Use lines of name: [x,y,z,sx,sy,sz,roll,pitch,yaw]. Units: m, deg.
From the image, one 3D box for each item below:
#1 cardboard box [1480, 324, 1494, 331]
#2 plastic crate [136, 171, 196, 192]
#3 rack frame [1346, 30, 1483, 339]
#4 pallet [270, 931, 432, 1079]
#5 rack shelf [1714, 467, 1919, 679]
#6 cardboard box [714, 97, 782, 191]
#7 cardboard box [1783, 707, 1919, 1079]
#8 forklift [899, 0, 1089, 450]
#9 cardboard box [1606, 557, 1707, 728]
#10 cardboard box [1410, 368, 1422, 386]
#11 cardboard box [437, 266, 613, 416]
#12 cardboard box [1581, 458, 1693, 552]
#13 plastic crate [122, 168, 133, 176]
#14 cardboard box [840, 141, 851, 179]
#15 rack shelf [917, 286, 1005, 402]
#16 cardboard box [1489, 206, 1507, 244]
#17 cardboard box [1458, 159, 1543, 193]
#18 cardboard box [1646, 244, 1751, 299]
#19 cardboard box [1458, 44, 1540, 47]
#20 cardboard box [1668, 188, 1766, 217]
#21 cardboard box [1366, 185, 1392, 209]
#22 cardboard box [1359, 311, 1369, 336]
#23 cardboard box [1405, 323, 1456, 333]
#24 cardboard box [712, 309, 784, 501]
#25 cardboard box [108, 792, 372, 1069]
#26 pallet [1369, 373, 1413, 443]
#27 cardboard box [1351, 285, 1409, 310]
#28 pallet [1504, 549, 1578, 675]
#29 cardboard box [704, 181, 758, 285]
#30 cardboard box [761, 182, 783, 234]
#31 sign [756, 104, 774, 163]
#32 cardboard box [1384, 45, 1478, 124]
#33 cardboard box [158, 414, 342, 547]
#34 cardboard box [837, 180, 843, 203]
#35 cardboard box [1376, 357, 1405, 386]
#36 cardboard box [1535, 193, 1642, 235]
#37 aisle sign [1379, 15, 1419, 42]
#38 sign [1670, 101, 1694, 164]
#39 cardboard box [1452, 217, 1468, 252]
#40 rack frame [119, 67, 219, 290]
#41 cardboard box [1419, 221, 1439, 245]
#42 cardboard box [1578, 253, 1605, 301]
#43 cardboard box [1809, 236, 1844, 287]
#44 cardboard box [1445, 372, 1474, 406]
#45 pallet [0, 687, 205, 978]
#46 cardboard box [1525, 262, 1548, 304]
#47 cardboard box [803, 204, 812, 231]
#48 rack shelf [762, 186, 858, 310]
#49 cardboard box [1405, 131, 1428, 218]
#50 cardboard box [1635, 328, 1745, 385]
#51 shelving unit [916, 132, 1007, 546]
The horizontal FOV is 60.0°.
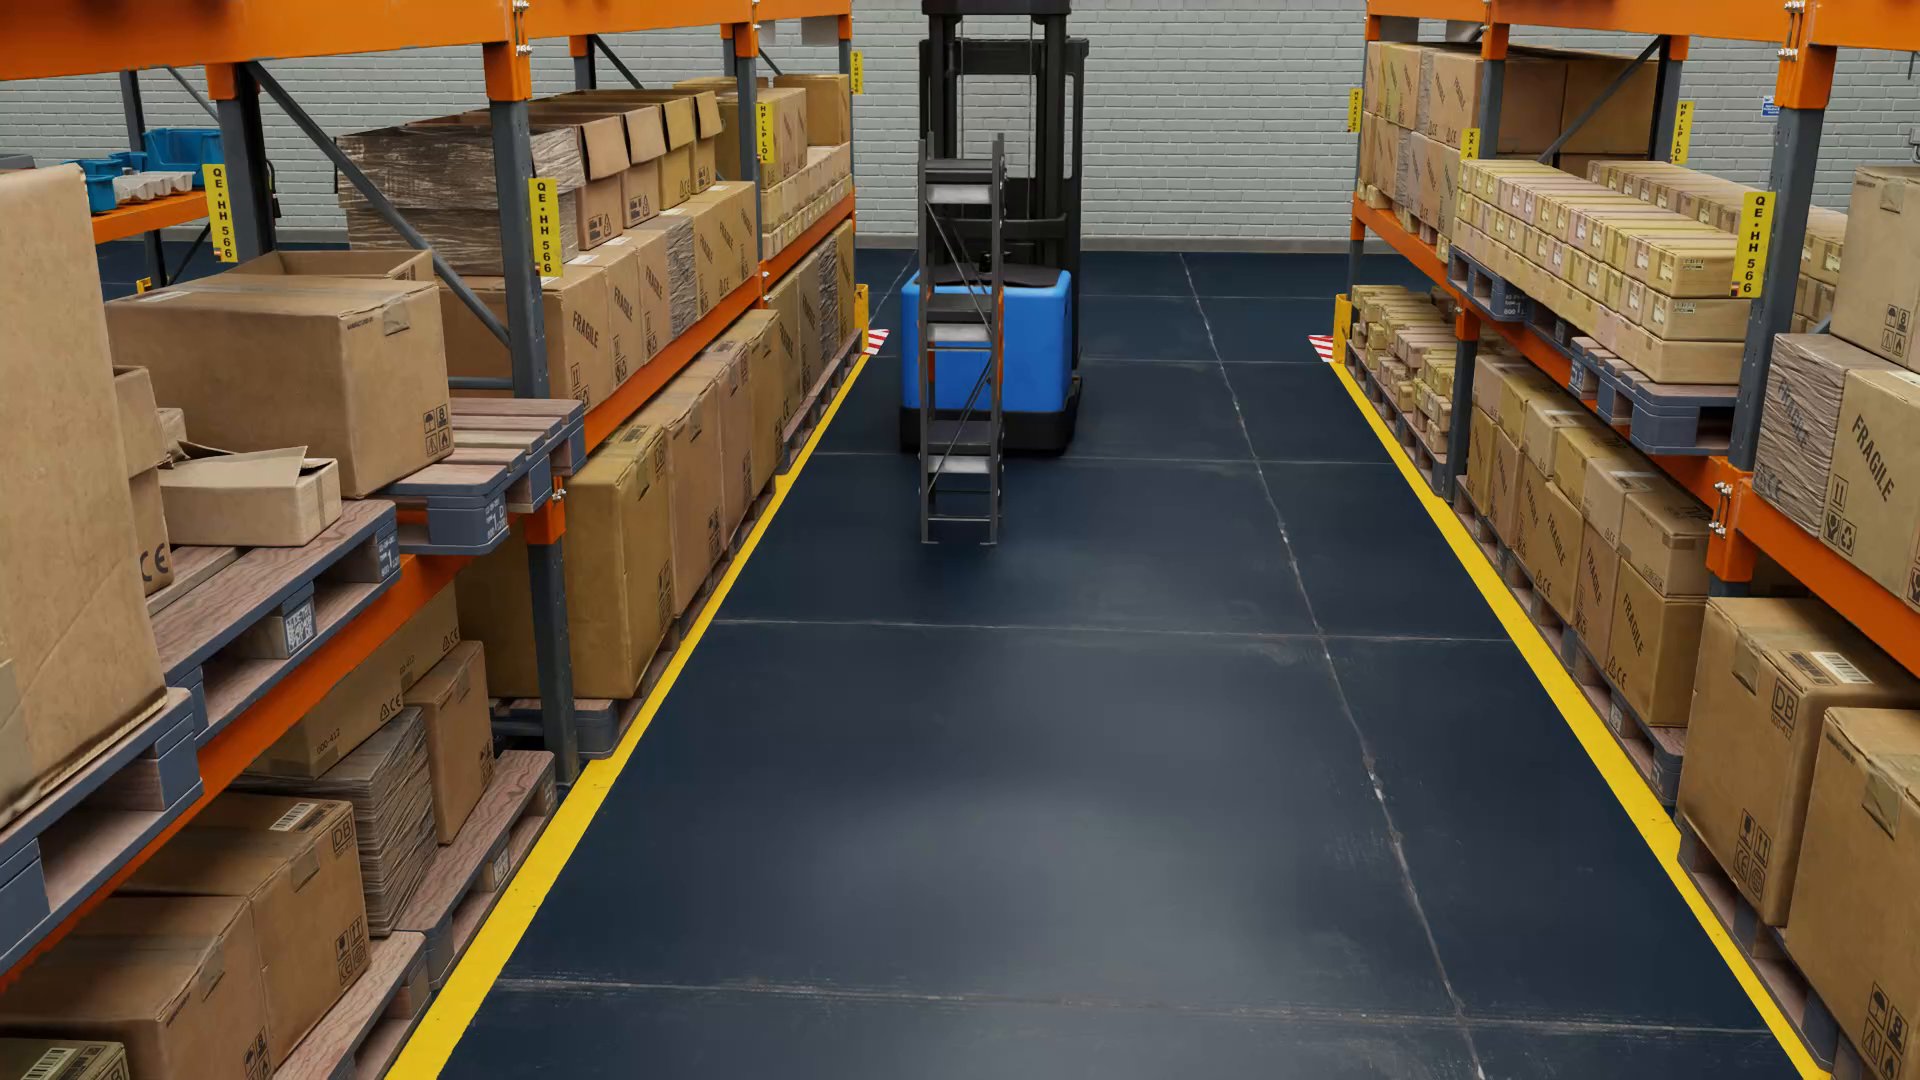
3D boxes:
cardboard box: [3.668,-1.353,11.184,0.380,0.149,0.250,1,18,4]
plastic crate: [-6.173,-2.779,12.915,0.396,0.136,0.243,1,18,4]
rack frame: [3.586,-2.881,12.897,1.000,3.000,0.127,1,18,4]
pallet: [-2.076,1.407,4.289,1.003,0.211,1.213,1,18,4]
rack shelf: [2.869,0.567,3.531,1.077,0.370,4.000,1,18,4]
cardboard box: [-1.352,-2.350,9.836,0.500,0.500,0.500,1,18,4]
cardboard box: [2.819,0.932,4.200,1.050,0.750,0.750,2,18,5]
forklift: [0.303,-2.373,11.459,1.130,2.935,3.031,2,18,6]
cardboard box: [2.798,0.382,6.280,0.500,0.500,0.500,1,18,4]
cardboard box: [3.128,-1.053,10.745,0.380,0.149,0.250,2,18,5]
cardboard box: [-1.622,-0.731,6.175,0.500,0.500,0.500,2,18,6]
cardboard box: [2.825,-0.140,6.667,0.500,0.250,0.500,2,18,5]
plastic crate: [-6.746,-2.870,13.190,0.250,0.136,0.298,1,18,4]
cardboard box: [-1.124,-2.936,12.831,0.500,0.250,0.500,1,18,3]
rack shelf: [0.012,-1.036,8.757,0.431,0.518,0.480,1,18,4]
cardboard box: [2.759,-1.506,7.954,0.380,0.149,0.250,1,18,2]
cardboard box: [2.812,-1.889,8.645,0.380,0.149,0.250,2,18,7]
cardboard box: [2.590,-0.921,5.692,0.380,0.149,0.250,1,18,2]
cardboard box: [3.764,-3.240,11.749,0.500,0.500,0.500,1,18,2]
cardboard box: [3.371,-1.468,7.358,0.380,0.149,0.250,0,18,1]
cardboard box: [3.186,-2.506,12.156,0.380,0.149,0.250,1,18,2]
cardboard box: [3.216,-1.626,12.495,0.380,0.149,0.250,1,18,4]
cardboard box: [3.212,-1.364,11.216,0.380,0.149,0.250,1,18,4]
cardboard box: [-1.667,-0.771,9.197,1.225,0.875,0.875,1,18,4]
cardboard box: [-2.017,0.998,4.368,0.700,0.500,0.500,3,18,9]
pallet: [3.396,-0.903,11.339,1.003,0.211,1.213,1,18,4]
cardboard box: [3.209,-1.853,12.710,0.380,0.149,0.250,0,18,1]
pallet: [3.160,0.308,7.643,1.003,0.211,1.213,1,18,4]
cardboard box: [-1.402,-1.677,9.062,0.500,0.500,0.500,1,18,4]
cardboard box: [-1.346,-1.991,9.944,0.500,0.250,0.500,1,18,3]
sign: [-1.099,-2.284,9.344,0.100,0.325,0.005,1,18,4]
cardboard box: [3.199,-3.093,11.302,0.500,0.500,0.500,1,18,3]
cardboard box: [-1.778,-0.150,4.105,0.396,0.266,0.258,1,18,2]
cardboard box: [-1.088,-2.626,12.525,0.380,0.149,0.250,1,18,4]
cardboard box: [3.125,-1.176,11.598,0.380,0.149,0.250,0,18,1]
cardboard box: [2.704,-1.404,7.164,0.380,0.149,0.250,2,18,6]
aisle sign: [3.292,-4.145,12.582,0.394,0.787,0.004,1,18,4]
sign: [3.853,-2.177,8.891,0.100,0.325,0.005,1,18,4]
cardboard box: [2.812,-1.607,8.738,0.380,0.149,0.250,0,18,1]
rack frame: [-6.295,-3.133,13.668,1.000,3.000,0.127,1,18,4]
cardboard box: [3.107,-1.942,10.435,0.380,0.149,0.250,1,18,2]
cardboard box: [2.645,-1.024,6.481,0.380,0.149,0.250,1,18,4]
cardboard box: [3.255,-0.982,5.875,0.380,0.149,0.250,1,18,2]
cardboard box: [3.065,-0.882,9.747,0.380,0.149,0.250,2,18,5]
pallet: [-2.015,0.561,2.701,1.003,0.211,1.213,1,18,4]
cardboard box: [2.702,-1.123,7.261,0.380,0.149,0.250,0,18,1]
cardboard box: [-1.196,-2.148,11.065,0.380,0.149,0.250,1,18,5]
rack shelf: [-1.498,-2.060,11.547,1.077,0.370,4.000,1,18,4]
cardboard box: [3.127,-2.300,10.485,0.500,0.500,0.500,1,18,4]
cardboard box: [2.589,-0.640,5.787,0.380,0.149,0.250,2,18,5]
shelving unit: [0.012,-1.049,8.753,0.431,2.100,0.503,1,18,4]
